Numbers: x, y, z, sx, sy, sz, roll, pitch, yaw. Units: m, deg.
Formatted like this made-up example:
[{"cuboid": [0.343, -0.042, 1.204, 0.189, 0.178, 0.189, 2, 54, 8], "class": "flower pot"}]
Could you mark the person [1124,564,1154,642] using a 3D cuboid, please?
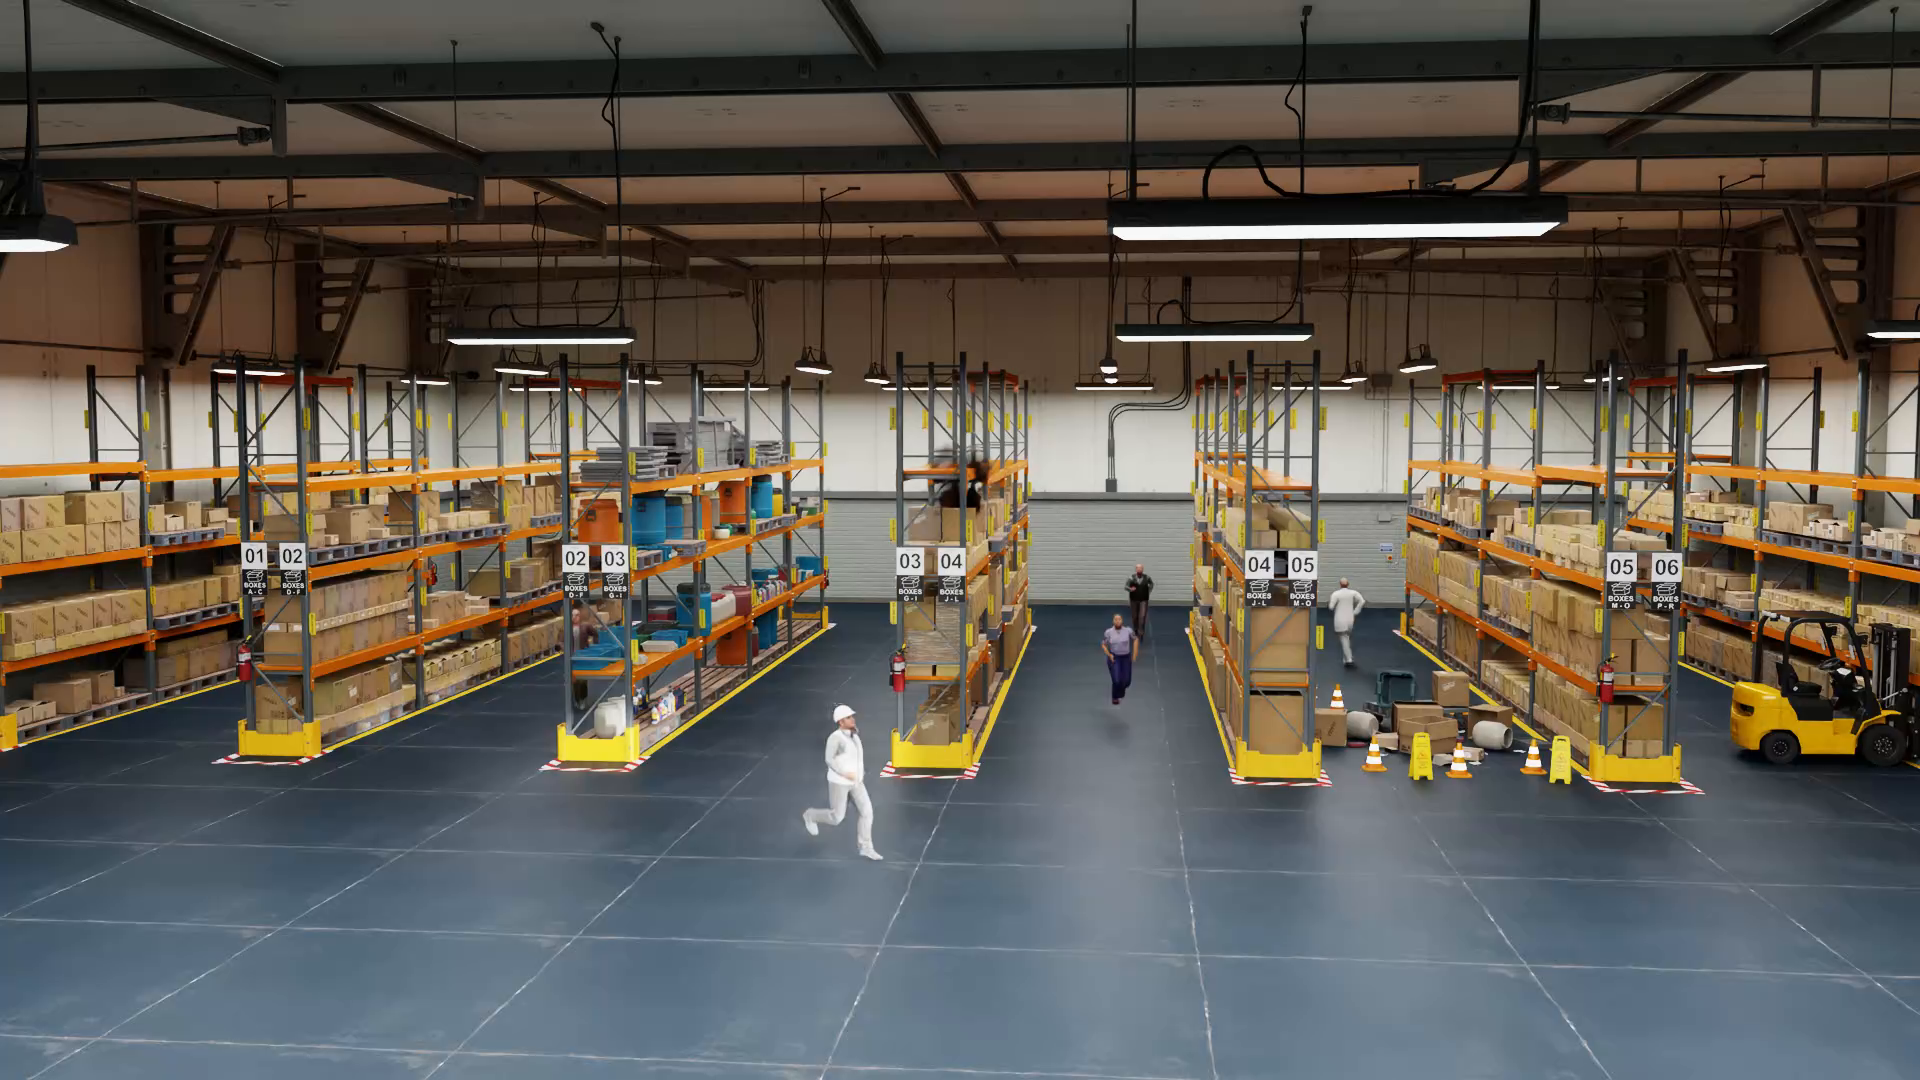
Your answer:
[{"cuboid": [4.083, 1.408, 38.002, 0.662, 1.726, 0.964, 1, 4, 10], "class": "person"}]

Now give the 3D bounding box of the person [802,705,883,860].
[{"cuboid": [-1.353, 2.788, 19.223, 1.032, 1.762, 0.639, 3, 5, 33], "class": "person"}]

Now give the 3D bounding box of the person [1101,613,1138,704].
[{"cuboid": [2.679, 1.988, 27.857, 0.631, 1.530, 0.612, 0, 4, 1], "class": "person"}]

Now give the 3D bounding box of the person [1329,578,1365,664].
[{"cuboid": [7.912, 1.696, 34.232, 0.681, 1.837, 0.829, -1, 4, -13], "class": "person"}]

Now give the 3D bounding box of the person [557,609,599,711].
[{"cuboid": [-6.621, 2.078, 28.771, 0.672, 1.771, 0.837, 0, 4, -3], "class": "person"}]
